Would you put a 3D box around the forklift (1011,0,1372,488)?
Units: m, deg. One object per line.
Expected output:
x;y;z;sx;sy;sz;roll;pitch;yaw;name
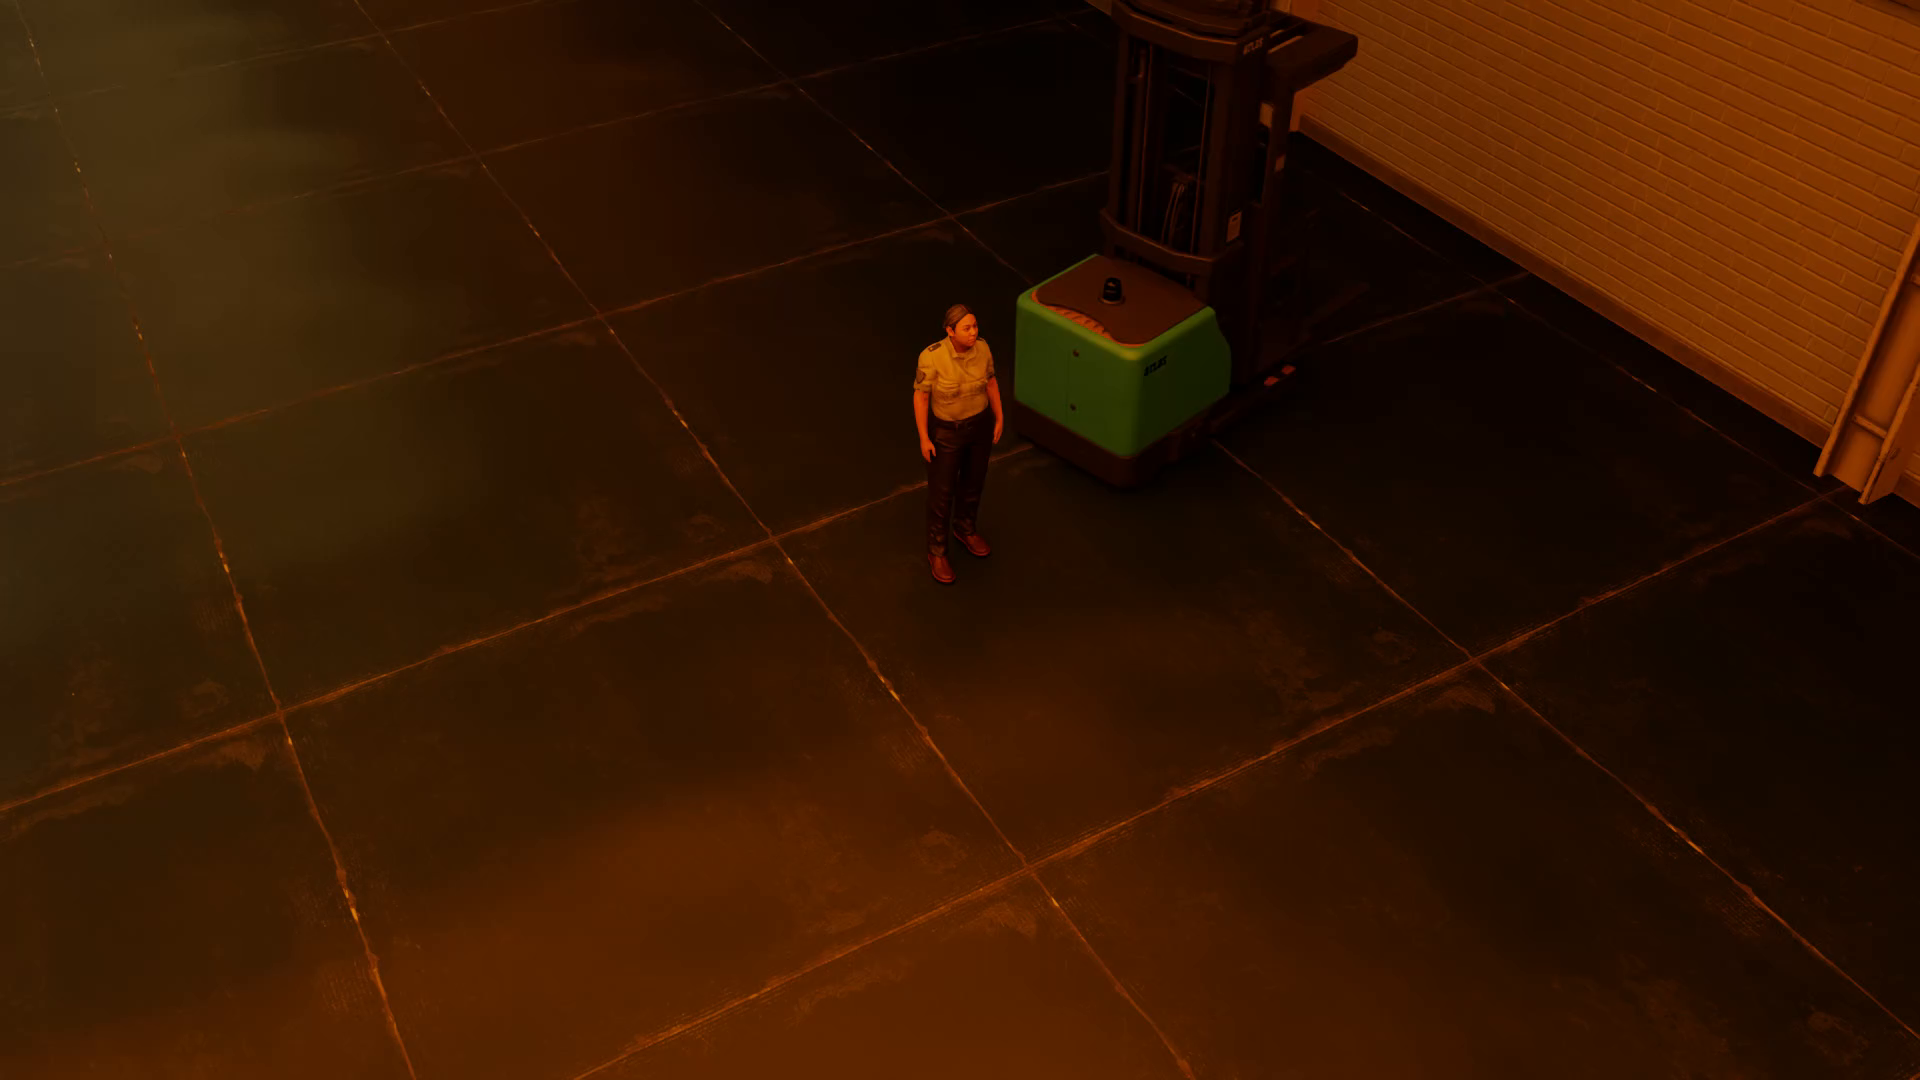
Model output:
1.736;-2.299;10.808;1.130;2.935;3.031;32;49;33;forklift

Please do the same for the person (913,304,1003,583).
0.025;-0.584;9.733;0.599;1.650;0.503;-20;44;-23;person
